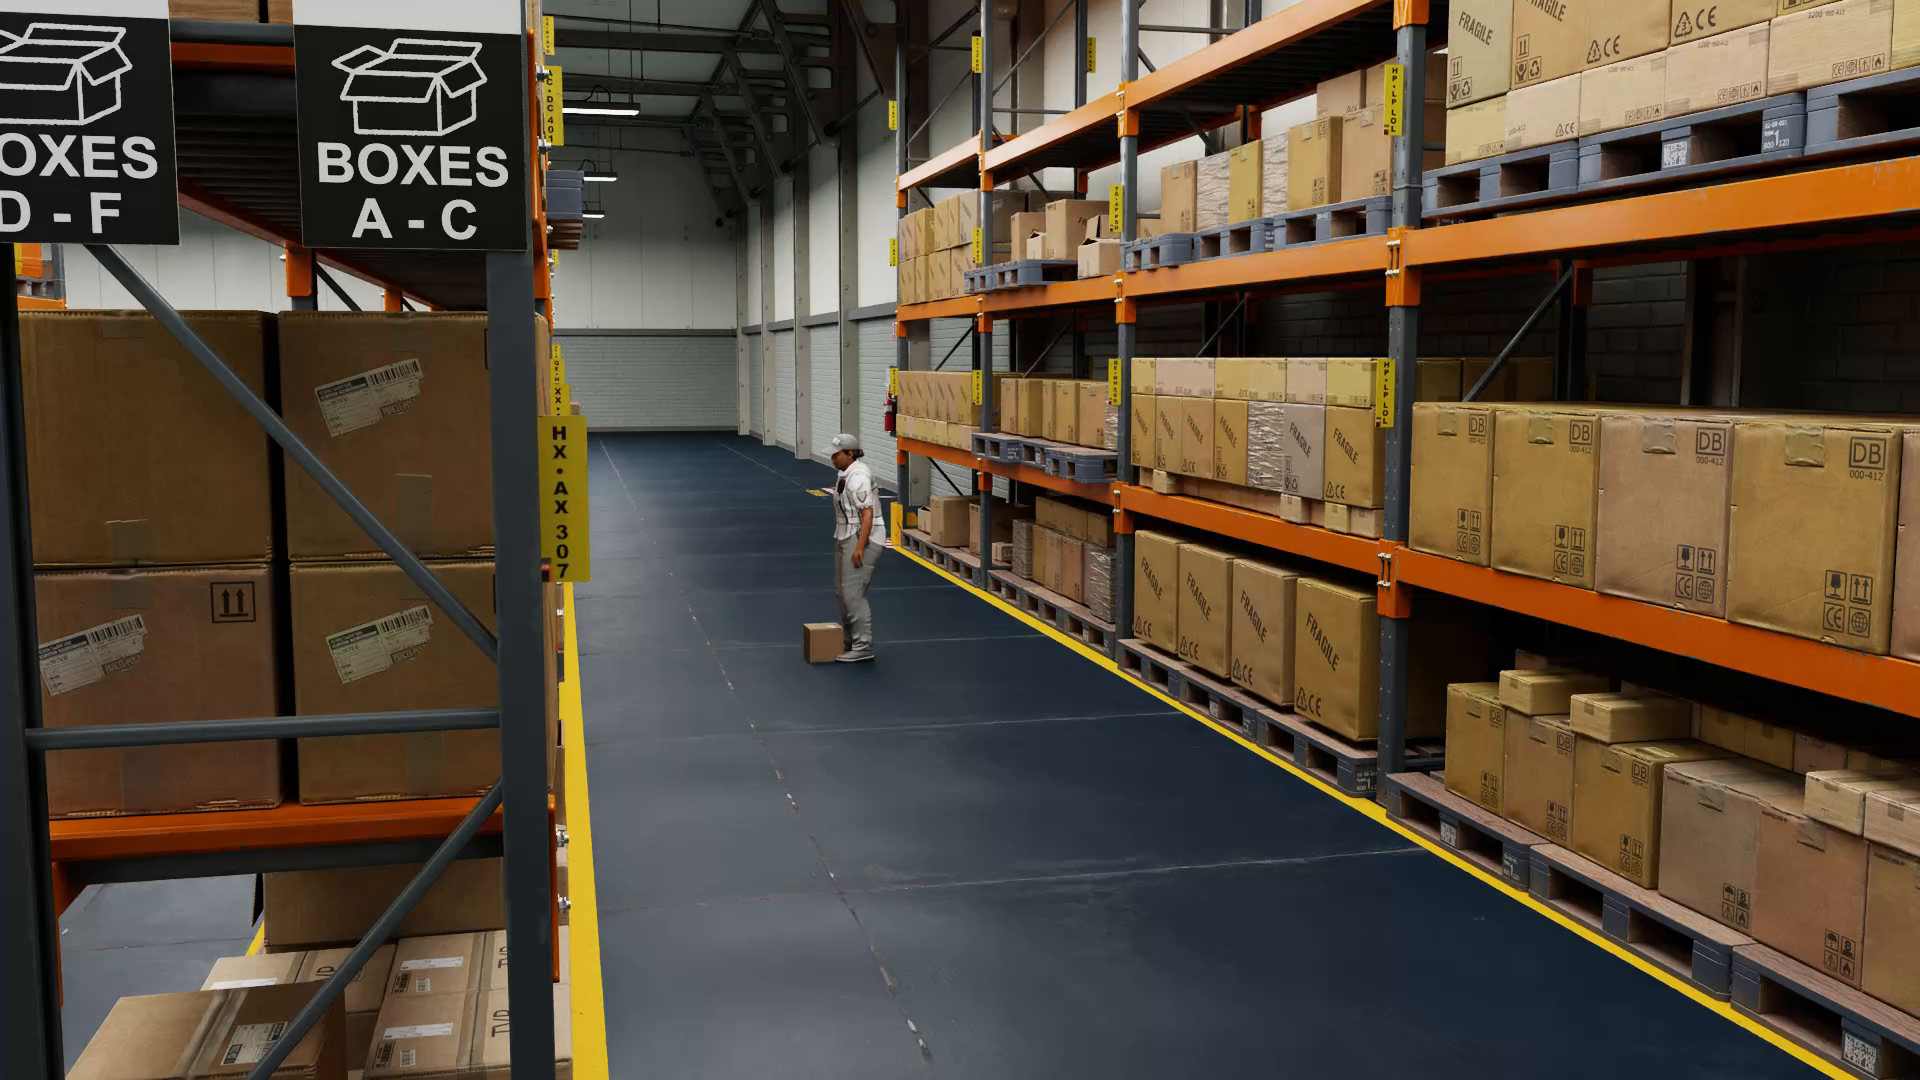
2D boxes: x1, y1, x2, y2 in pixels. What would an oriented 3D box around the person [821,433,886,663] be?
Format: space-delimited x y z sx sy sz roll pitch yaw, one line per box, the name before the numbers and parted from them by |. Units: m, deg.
person | -0.797 0.046 12.233 0.468 1.666 0.564 -2 7 -17
